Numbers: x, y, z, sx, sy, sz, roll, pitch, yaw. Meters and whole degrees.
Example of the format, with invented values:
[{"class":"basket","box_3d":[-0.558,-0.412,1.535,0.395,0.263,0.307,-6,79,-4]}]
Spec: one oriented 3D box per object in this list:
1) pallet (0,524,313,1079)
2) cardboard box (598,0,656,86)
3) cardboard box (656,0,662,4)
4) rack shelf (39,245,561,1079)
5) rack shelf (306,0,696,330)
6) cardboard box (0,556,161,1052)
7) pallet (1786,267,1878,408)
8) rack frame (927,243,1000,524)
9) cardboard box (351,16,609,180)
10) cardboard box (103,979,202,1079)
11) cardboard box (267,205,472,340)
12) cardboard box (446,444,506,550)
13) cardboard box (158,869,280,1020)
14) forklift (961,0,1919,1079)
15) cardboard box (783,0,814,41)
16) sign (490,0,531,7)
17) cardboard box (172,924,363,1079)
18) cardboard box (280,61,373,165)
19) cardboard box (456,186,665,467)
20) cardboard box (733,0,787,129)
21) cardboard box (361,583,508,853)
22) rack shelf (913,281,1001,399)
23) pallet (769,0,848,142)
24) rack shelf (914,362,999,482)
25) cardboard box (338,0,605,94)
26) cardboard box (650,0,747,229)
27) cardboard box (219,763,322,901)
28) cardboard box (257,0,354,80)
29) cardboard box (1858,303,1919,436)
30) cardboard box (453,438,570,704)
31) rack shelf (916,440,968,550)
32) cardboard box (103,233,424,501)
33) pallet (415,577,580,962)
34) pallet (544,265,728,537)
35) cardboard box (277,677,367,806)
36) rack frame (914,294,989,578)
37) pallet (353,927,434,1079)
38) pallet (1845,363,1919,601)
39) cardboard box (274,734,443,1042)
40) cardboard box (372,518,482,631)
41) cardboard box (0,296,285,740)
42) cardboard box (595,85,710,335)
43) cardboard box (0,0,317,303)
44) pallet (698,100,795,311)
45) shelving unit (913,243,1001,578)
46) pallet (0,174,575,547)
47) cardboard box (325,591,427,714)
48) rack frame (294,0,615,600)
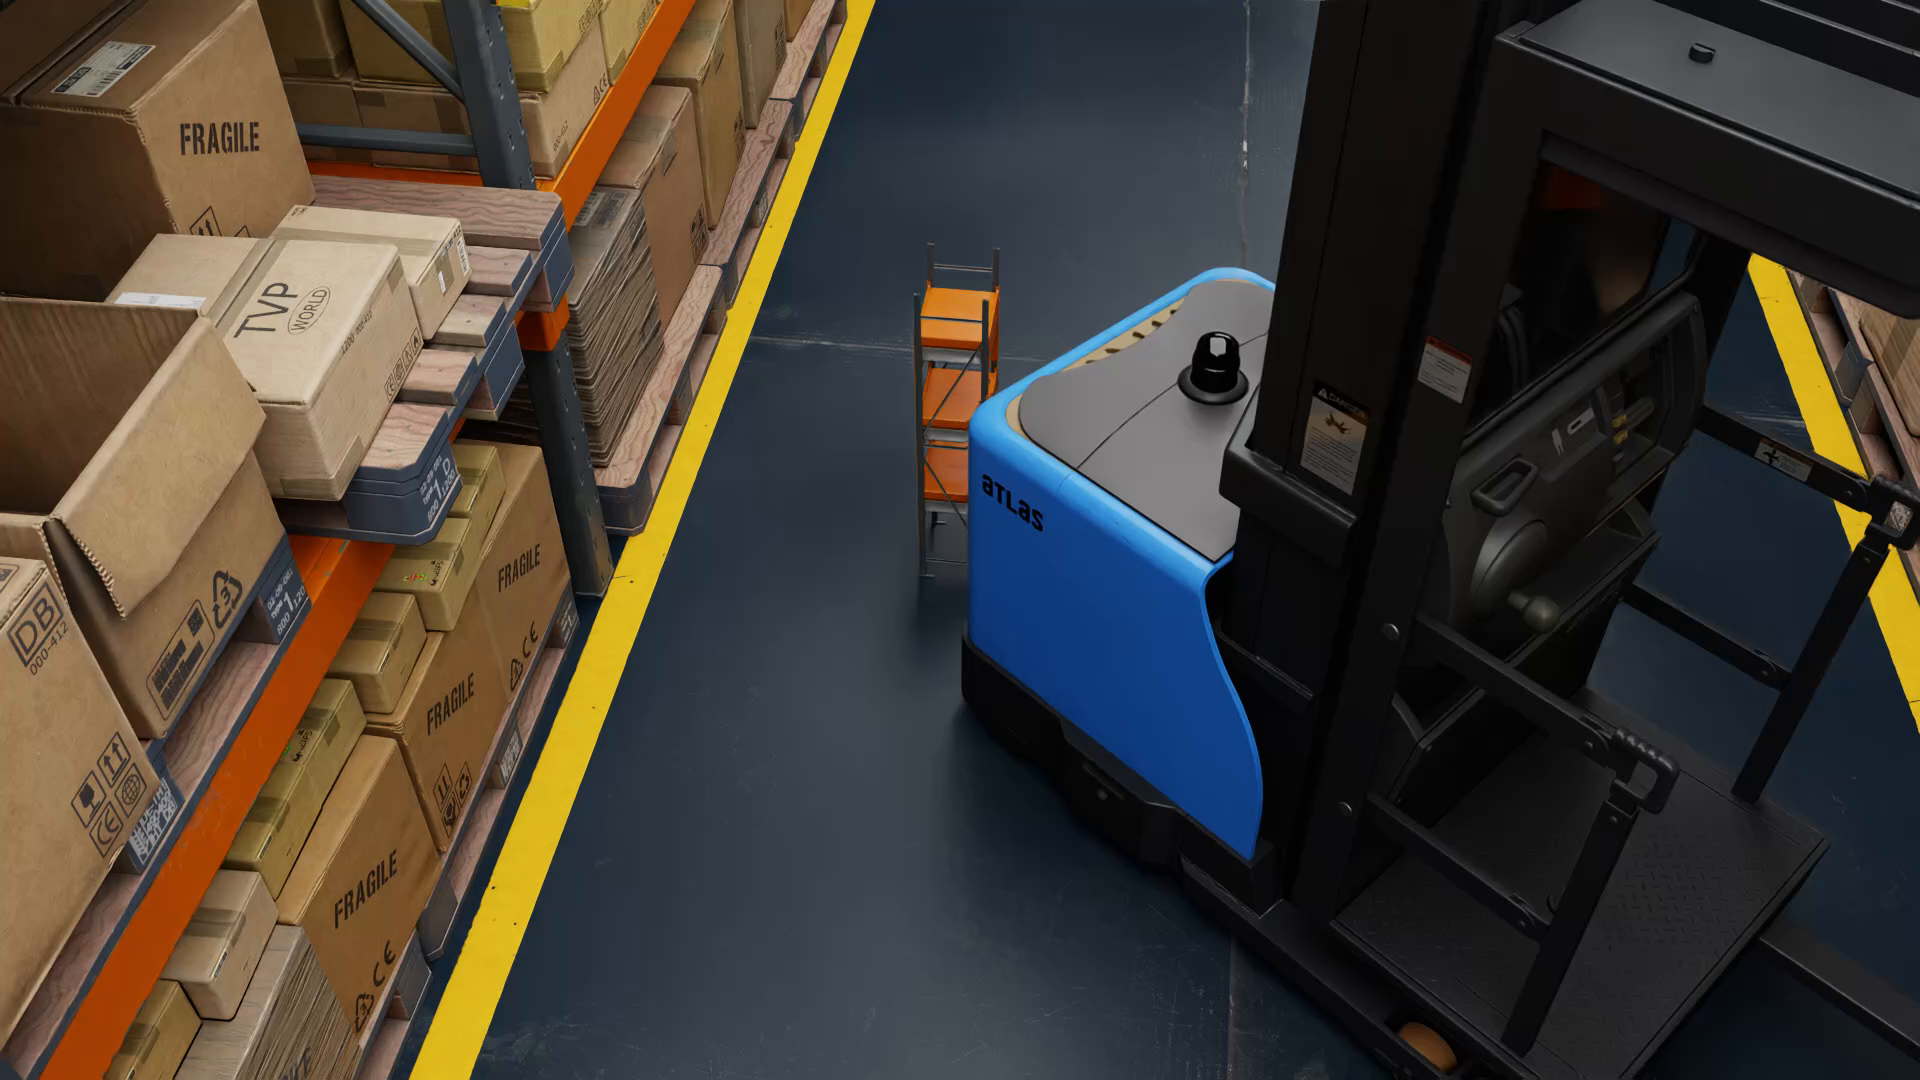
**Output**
[{"class":"pallet","box_3d":[-1.825,0.401,2.785,1.003,0.211,1.213,5,44,6]},{"class":"cardboard box","box_3d":[-1.200,-1.563,4.828,0.500,0.250,0.500,4,44,5]},{"class":"cardboard box","box_3d":[-1.139,-1.915,5.199,0.500,0.250,0.500,4,44,4]},{"class":"rack shelf","box_3d":[-1.837,0.629,2.927,1.077,0.370,4.000,5,44,6]},{"class":"rack shelf","box_3d":[-1.308,-2.097,5.806,1.077,0.370,4.000,5,44,6]},{"class":"cardboard box","box_3d":[-1.643,0.345,2.326,0.700,0.500,0.500,5,44,5]},{"class":"pallet","box_3d":[3.617,-0.895,6.042,1.003,0.211,1.213,5,44,6]},{"class":"rack frame","box_3d":[0.009,-0.428,4.938,0.200,1.050,0.008,5,44,6]},{"class":"cardboard box","box_3d":[-1.272,-1.221,4.467,0.500,0.250,0.500,5,44,6]},{"class":"cardboard box","box_3d":[-1.673,0.948,3.108,0.380,0.149,0.250,5,44,6]},{"class":"cardboard box","box_3d":[-1.279,-0.574,3.551,0.380,0.149,0.250,6,44,6]},{"class":"cardboard box","box_3d":[-1.387,-0.116,4.231,0.380,0.149,0.250,3,44,3]},{"class":"cardboard box","box_3d":[-1.590,0.786,3.280,0.380,0.149,0.250,3,44,4]},{"class":"forklift","box_3d":[1.376,-0.080,3.203,1.130,2.935,3.031,-33,52,-30]},{"class":"cardboard box","box_3d":[-1.101,-2.655,7.294,0.875,0.625,0.625,7,44,7]},{"class":"sign","box_3d":[-1.033,-1.344,3.703,0.100,0.325,0.005,5,44,6]},{"class":"cardboard box","box_3d":[-1.609,1.121,3.397,0.500,0.500,0.500,4,44,4]},{"class":"cardboard box","box_3d":[-1.767,-1.270,4.519,0.500,0.250,0.500,4,44,5]},{"class":"cardboard box","box_3d":[-1.476,-0.709,5.239,0.875,0.625,0.625,7,44,7]},{"class":"cardboard box","box_3d":[-1.212,-2.126,6.736,0.875,0.625,0.625,5,44,5]},{"class":"cardboard box","box_3d":[-1.492,0.408,4.150,0.500,0.500,0.500,5,44,5]},{"class":"rack shelf","box_3d":[-0.007,-0.543,4.663,0.215,0.259,0.240,5,44,6]},{"class":"pallet","box_3d":[-1.102,-2.203,7.423,1.003,0.211,1.213,5,44,6]},{"class":"rack shelf","box_3d":[-0.007,-0.337,4.858,0.215,0.259,0.240,5,44,6]},{"class":"cardboard box","box_3d":[-1.247,-1.400,4.292,0.500,0.250,0.500,5,44,5]},{"class":"cardboard box","box_3d":[-1.309,-1.614,6.194,0.875,0.625,0.625,4,44,4]},{"class":"cardboard box","box_3d":[-1.583,0.595,3.481,0.380,0.149,0.250,5,44,5]},{"class":"cardboard box","box_3d":[-1.788,-1.453,4.349,0.500,0.250,0.500,6,44,6]},{"class":"cardboard box","box_3d":[3.522,-0.632,5.342,0.950,0.372,0.625,4,44,5]},{"class":"cardboard box","box_3d":[-1.415,0.068,4.509,0.500,0.500,0.500,6,44,7]},{"class":"rack shelf","box_3d":[-0.007,-0.135,5.049,0.215,0.259,0.240,5,44,6]},{"class":"cardboard box","box_3d":[-1.391,-0.344,3.236,0.500,0.250,0.500,3,44,4]},{"class":"pallet","box_3d":[-1.709,0.523,4.544,1.003,0.211,1.213,5,44,6]},{"class":"pallet","box_3d":[-1.425,-0.540,5.667,1.003,0.211,1.213,5,44,6]},{"class":"cardboard box","box_3d":[-1.550,0.424,3.661,0.380,0.149,0.250,6,44,7]},{"class":"rack frame","box_3d":[-0.023,-0.262,4.763,0.200,1.050,0.008,5,44,6]},{"class":"pallet","box_3d":[-1.872,1.352,3.668,1.003,0.211,1.213,5,44,6]},{"class":"pallet","box_3d":[3.453,-0.066,5.166,1.003,0.211,1.213,5,44,6]},{"class":"cardboard box","box_3d":[-1.558,0.765,3.773,0.500,0.500,0.500,7,44,7]},{"class":"cardboard box","box_3d":[-1.392,0.073,4.032,0.380,0.149,0.250,3,44,3]},{"class":"cardboard box","box_3d":[-1.605,-0.056,2.746,0.797,0.503,0.637,4,44,5]},{"class":"cardboard box","box_3d":[-1.398,-1.155,5.710,0.875,0.625,0.625,7,44,7]},{"class":"cardboard box","box_3d":[-1.795,-0.847,3.585,0.500,0.500,0.500,7,44,7]},{"class":"pallet","box_3d":[-1.261,-1.369,6.542,1.003,0.211,1.213,5,44,6]},{"class":"shelving unit","box_3d":[-0.007,-0.345,4.851,0.215,1.050,0.252,5,44,6]},{"class":"pallet","box_3d":[-1.592,-0.457,3.690,1.213,0.211,1.003,5,44,6]},{"class":"cardboard box","box_3d":[-1.471,0.249,3.847,0.380,0.149,0.250,4,44,4]},{"class":"rack frame","box_3d":[-1.572,-0.995,4.119,1.000,3.000,0.127,5,44,6]}]
